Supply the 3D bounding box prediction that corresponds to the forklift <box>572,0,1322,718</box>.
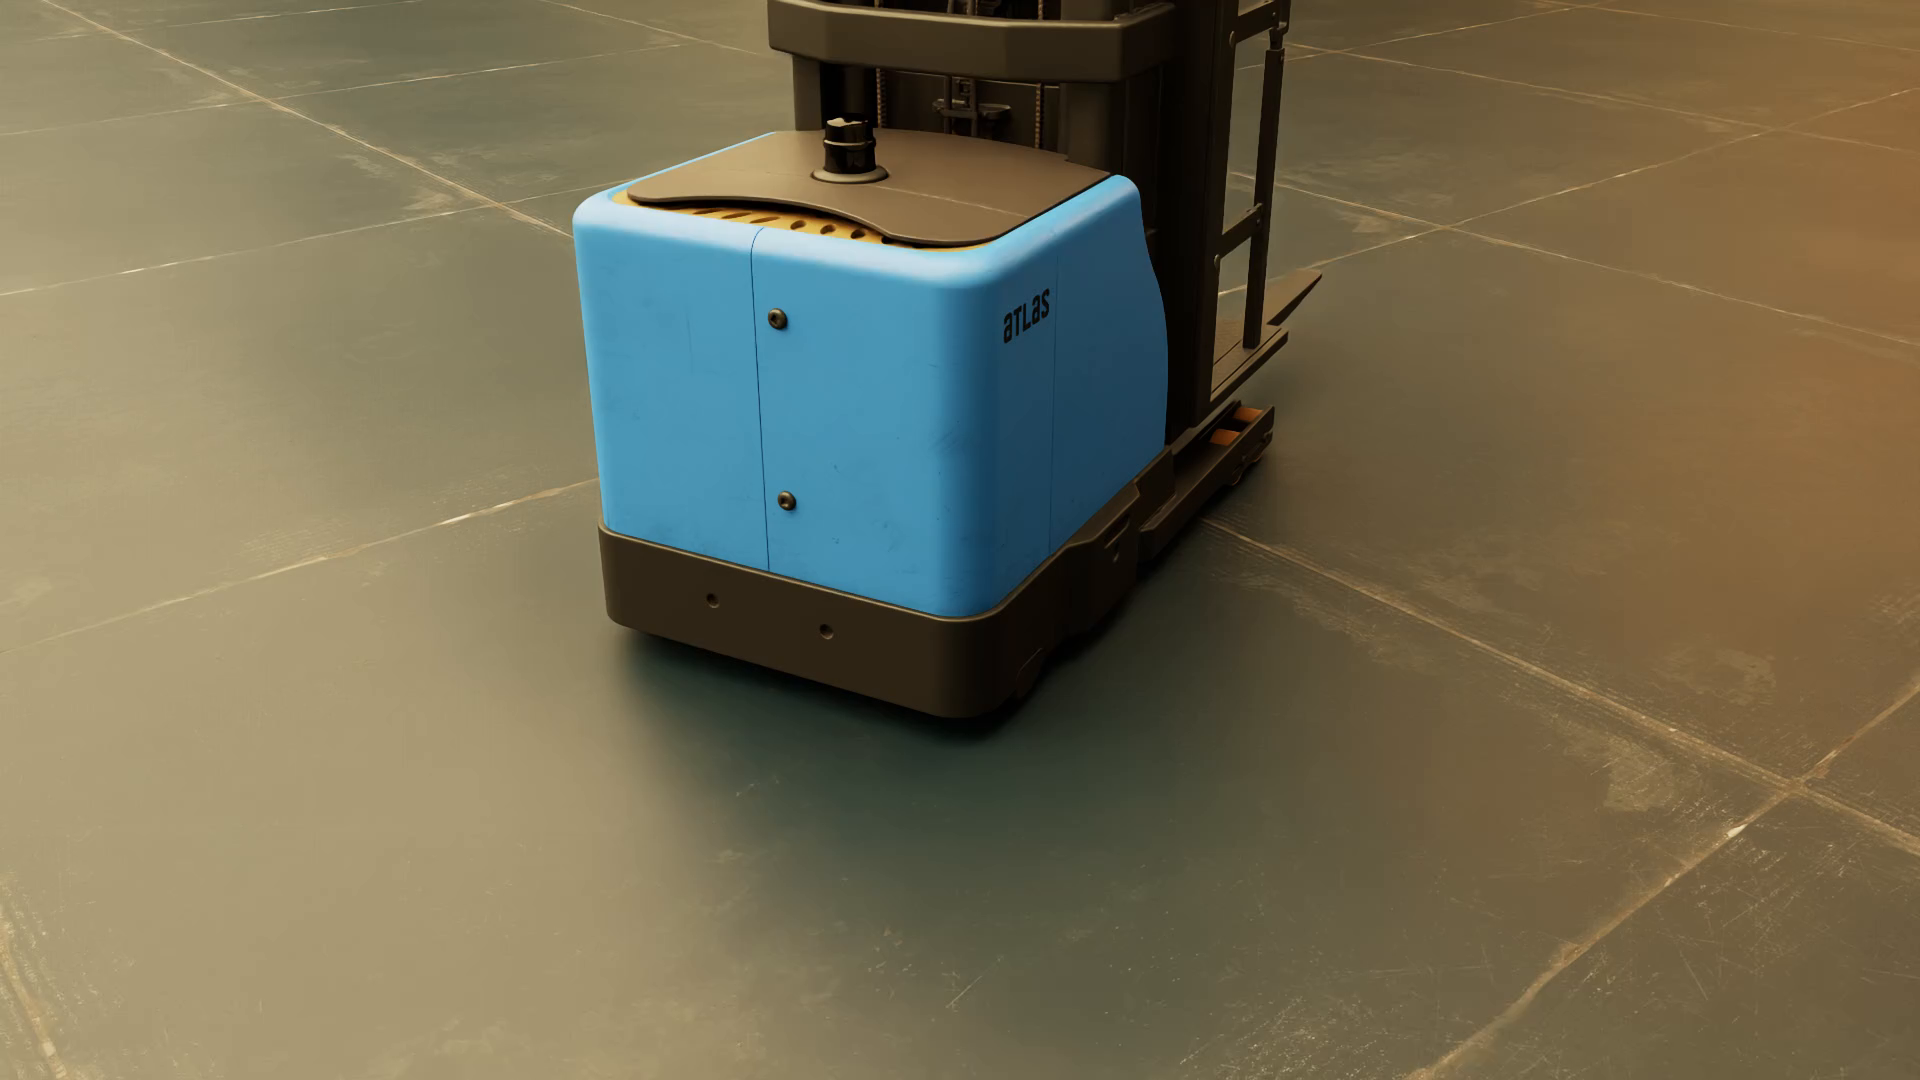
[{"bbox_3d":[0.285,-1.552,4.331,1.130,2.935,3.031,13,29,25],"label":"forklift"}]
